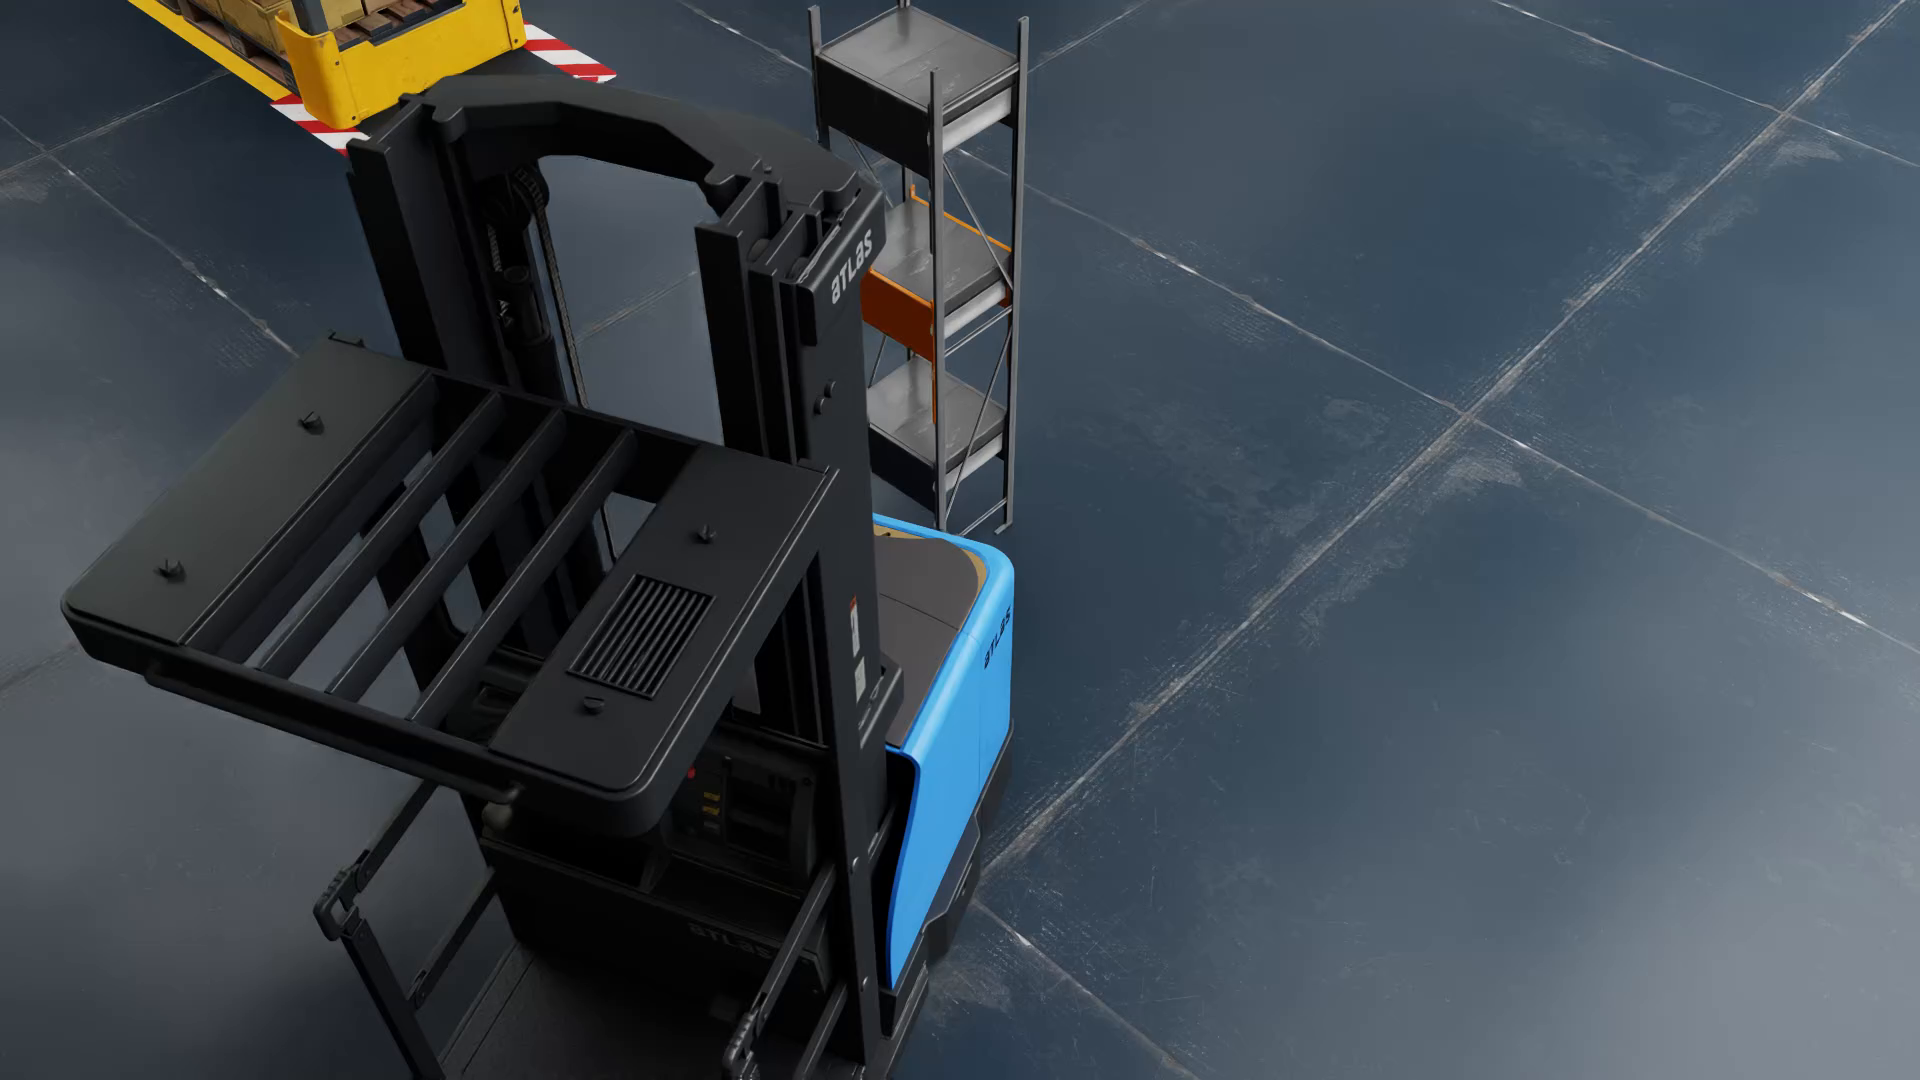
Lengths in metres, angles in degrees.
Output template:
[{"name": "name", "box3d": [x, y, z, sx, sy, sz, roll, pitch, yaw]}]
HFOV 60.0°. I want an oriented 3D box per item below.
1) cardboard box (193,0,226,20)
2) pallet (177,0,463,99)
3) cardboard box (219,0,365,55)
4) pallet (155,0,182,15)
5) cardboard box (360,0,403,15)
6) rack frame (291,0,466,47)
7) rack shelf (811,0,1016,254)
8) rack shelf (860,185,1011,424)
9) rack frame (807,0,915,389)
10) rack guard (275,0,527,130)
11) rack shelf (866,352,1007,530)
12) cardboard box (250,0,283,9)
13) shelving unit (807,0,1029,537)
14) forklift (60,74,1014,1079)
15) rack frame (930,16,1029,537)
[{"name": "cardboard box", "box3d": [-3.750, -2.972, 8.581, 0.500, 0.250, 0.500, 34, 55, 28]}, {"name": "pallet", "box3d": [-3.370, -2.823, 8.756, 1.213, 0.211, 1.003, 34, 55, 28]}, {"name": "cardboard box", "box3d": [-3.374, -2.731, 8.355, 0.500, 0.250, 0.500, 34, 55, 28]}, {"name": "pallet", "box3d": [-4.262, -3.426, 9.322, 1.213, 0.211, 1.003, 34, 55, 28]}, {"name": "cardboard box", "box3d": [-3.023, -3.009, 8.615, 0.500, 0.250, 0.500, 34, 55, 28]}, {"name": "rack frame", "box3d": [-2.779, -3.422, 7.405, 0.127, 3.000, 1.000, 34, 55, 28]}, {"name": "rack shelf", "box3d": [-0.122, -1.270, 5.061, 0.480, 0.518, 0.431, 34, 55, 28]}, {"name": "rack shelf", "box3d": [-0.122, -0.791, 5.571, 0.480, 0.518, 0.431, 34, 55, 28]}, {"name": "rack frame", "box3d": [-0.301, -0.921, 5.675, 0.015, 2.100, 0.400, 34, 55, 28]}, {"name": "rack guard", "box3d": [-2.762, -2.554, 8.305, 0.348, 0.500, 1.175, 34, 55, 28]}, {"name": "rack shelf", "box3d": [-0.122, -0.312, 6.082, 0.480, 0.518, 0.431, 34, 55, 28]}, {"name": "cardboard box", "box3d": [-3.375, -2.987, 8.080, 0.500, 0.500, 0.500, 34, 55, 28]}, {"name": "shelving unit", "box3d": [-0.122, -0.801, 5.561, 0.503, 2.100, 0.431, 34, 55, 28]}, {"name": "forklift", "box3d": [-0.828, 0.643, 3.635, 1.130, 2.935, 3.031, 16, 49, 14]}, {"name": "rack frame", "box3d": [0.058, -0.680, 5.448, 0.015, 2.100, 0.400, 34, 55, 28]}]
